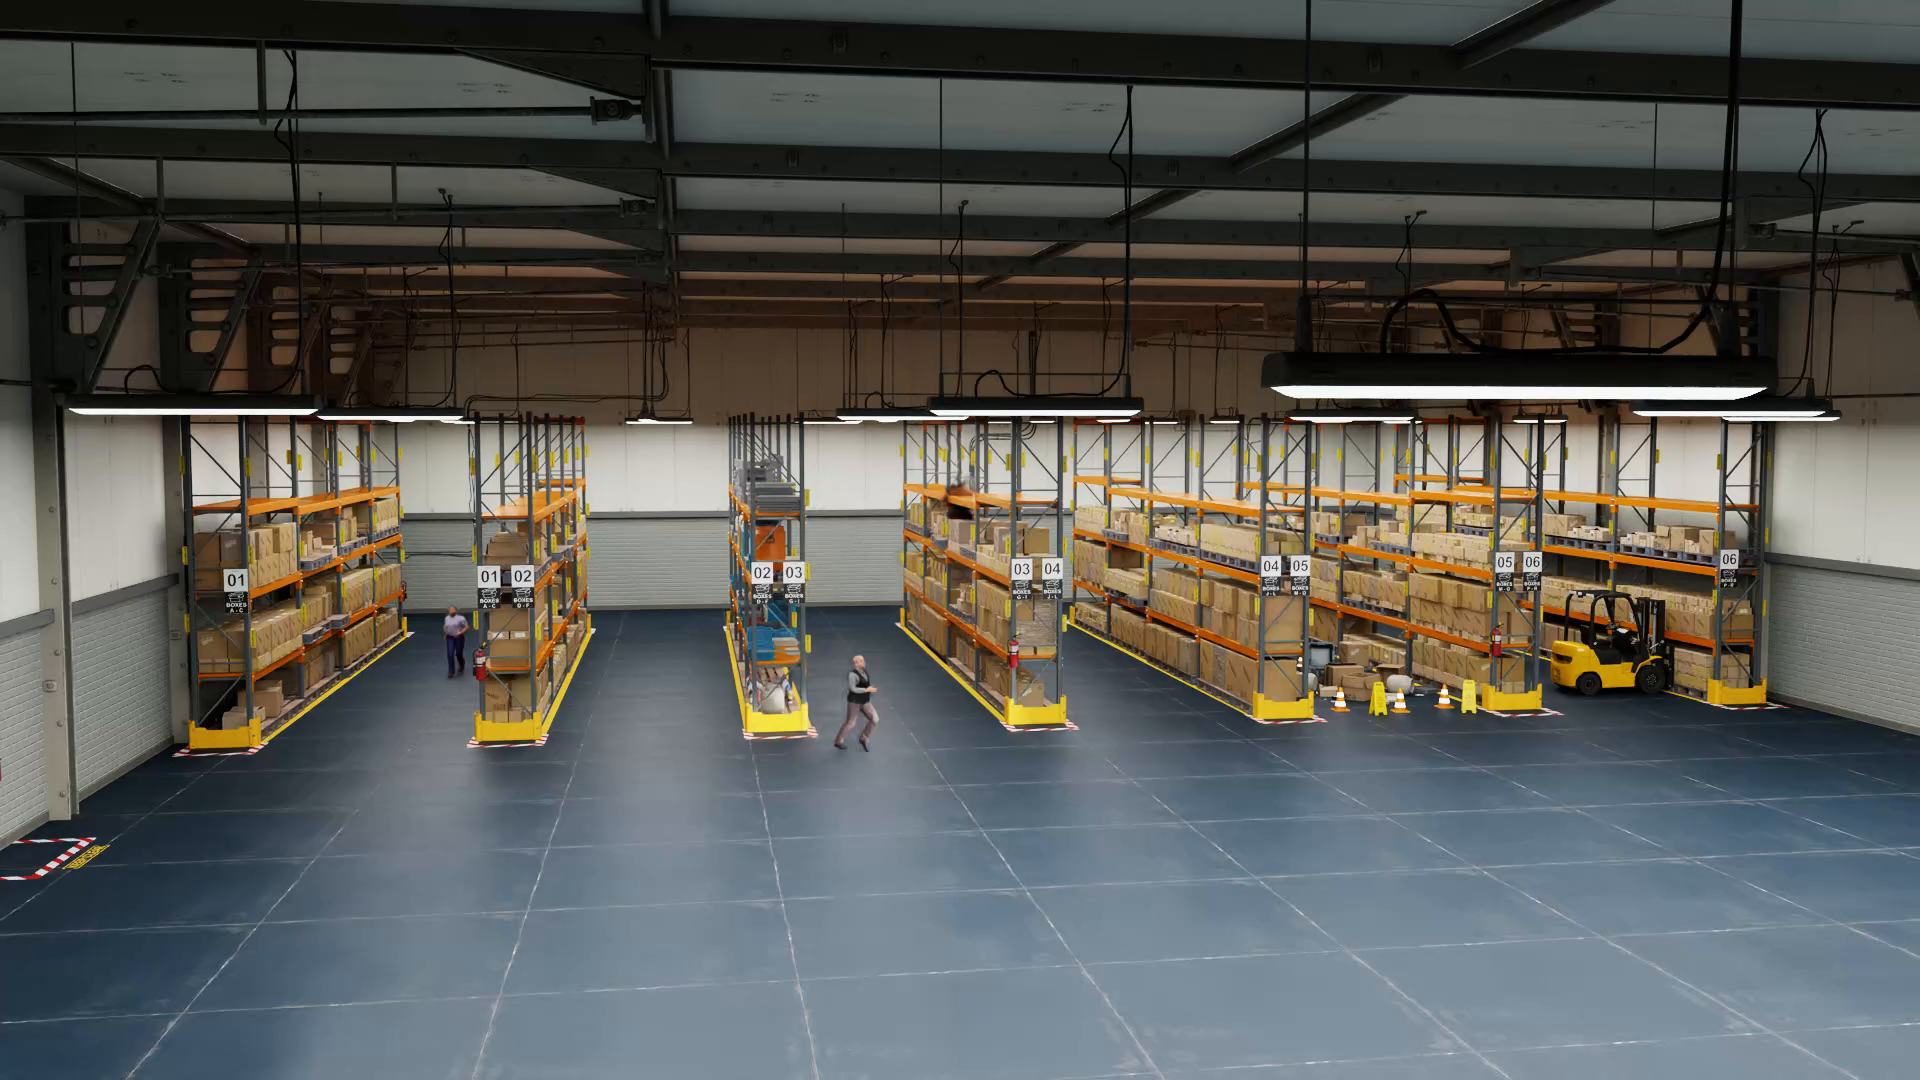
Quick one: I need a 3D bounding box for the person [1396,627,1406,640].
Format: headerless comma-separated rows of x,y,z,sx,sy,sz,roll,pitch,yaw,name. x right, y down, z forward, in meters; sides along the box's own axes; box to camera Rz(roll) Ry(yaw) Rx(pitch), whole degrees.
11.873,1.846,44.801,0.596,1.690,0.644,-1,4,-16,person

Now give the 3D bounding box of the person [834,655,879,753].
-1.779,2.879,29.194,0.871,1.732,0.662,2,5,32,person

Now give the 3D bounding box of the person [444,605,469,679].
-11.524,2.298,38.016,0.599,1.644,0.858,0,4,-2,person
